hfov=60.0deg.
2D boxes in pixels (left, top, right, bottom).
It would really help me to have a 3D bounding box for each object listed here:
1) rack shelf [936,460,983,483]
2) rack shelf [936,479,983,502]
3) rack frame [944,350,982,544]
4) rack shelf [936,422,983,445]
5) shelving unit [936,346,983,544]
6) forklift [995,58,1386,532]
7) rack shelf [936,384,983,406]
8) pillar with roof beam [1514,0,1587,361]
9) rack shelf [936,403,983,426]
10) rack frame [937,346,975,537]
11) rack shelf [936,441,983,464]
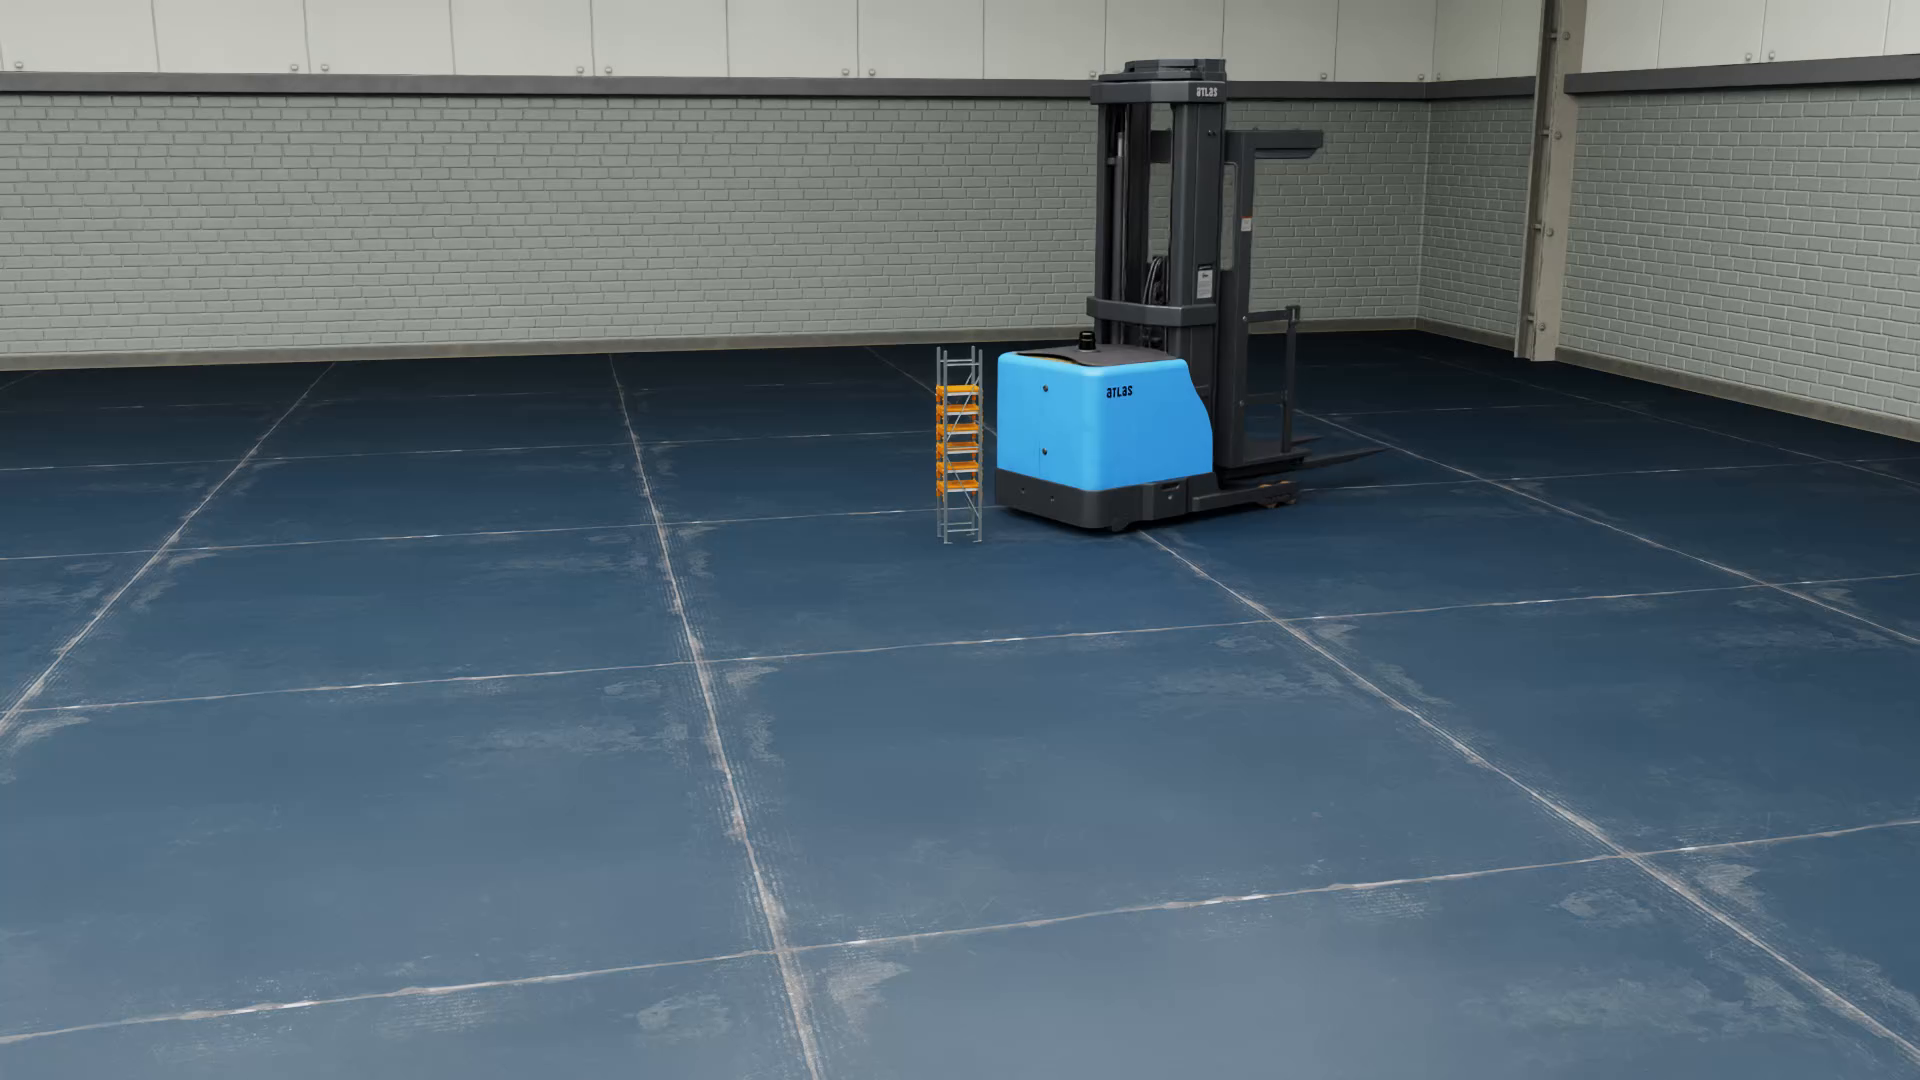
[{"bbox_3d":[-0.003,-0.426,10.337,0.258,0.103,0.180,-3,14,-13],"label":"rack shelf"},{"bbox_3d":[-0.003,-0.310,10.366,0.258,0.103,0.180,-3,14,-13],"label":"rack shelf"},{"bbox_3d":[0.018,-0.565,10.212,0.240,1.200,0.006,-3,14,-13],"label":"rack frame"},{"bbox_3d":[-0.003,-0.660,10.280,0.258,0.103,0.180,-3,14,-13],"label":"rack shelf"},{"bbox_3d":[-0.003,-0.586,10.298,0.258,1.200,0.189,-3,14,-13],"label":"shelving unit"},{"bbox_3d":[1.720,-1.729,11.328,3.031,2.935,1.130,-10,17,-35],"label":"forklift"},{"bbox_3d":[-0.003,-0.893,10.223,0.258,0.103,0.180,-3,14,-13],"label":"rack shelf"},{"bbox_3d":[2.332,-6.186,16.787,9.100,9.000,0.400,-3,14,-13],"label":"pillar with roof beam"},{"bbox_3d":[-0.003,-0.776,10.252,0.258,0.103,0.180,-3,14,-13],"label":"rack shelf"},{"bbox_3d":[-0.025,-0.607,10.385,0.240,1.200,0.006,-3,14,-13],"label":"rack frame"},{"bbox_3d":[-0.003,-0.543,10.309,0.258,0.103,0.180,-3,14,-13],"label":"rack shelf"}]
